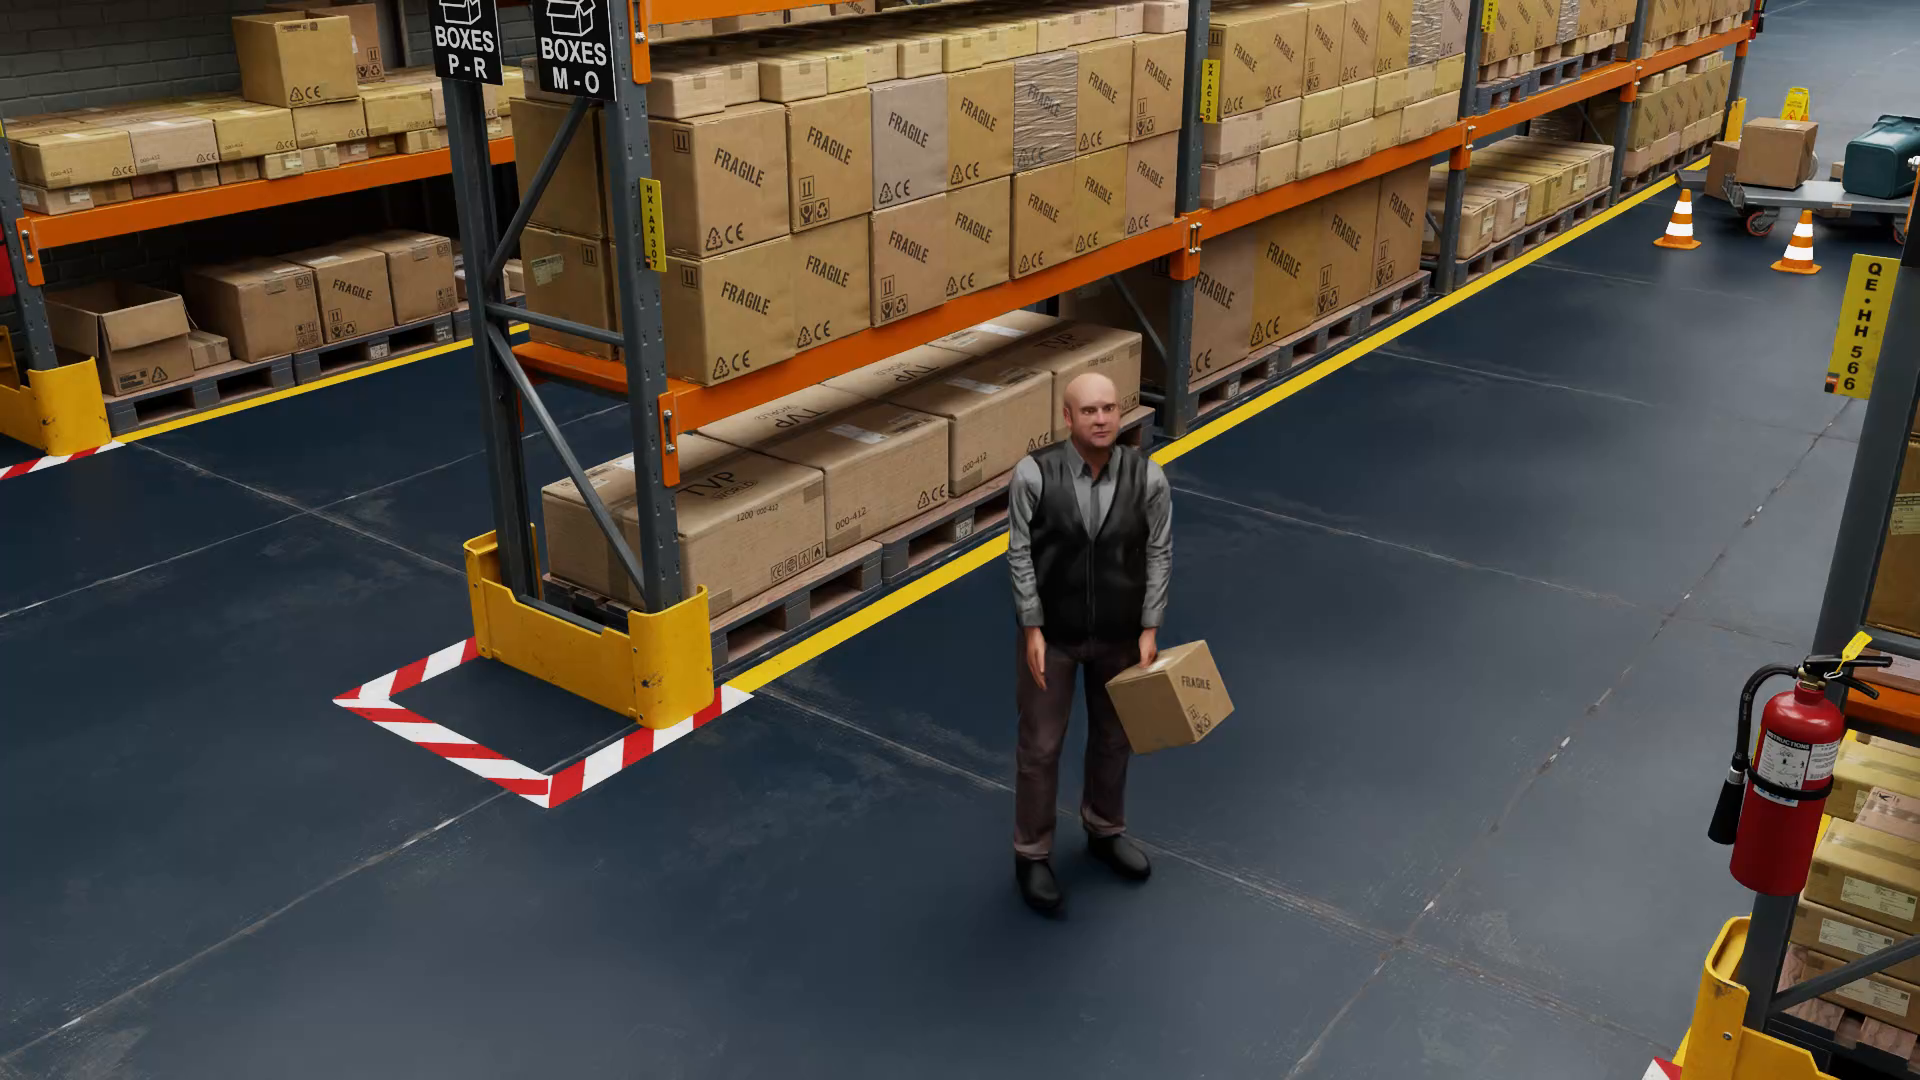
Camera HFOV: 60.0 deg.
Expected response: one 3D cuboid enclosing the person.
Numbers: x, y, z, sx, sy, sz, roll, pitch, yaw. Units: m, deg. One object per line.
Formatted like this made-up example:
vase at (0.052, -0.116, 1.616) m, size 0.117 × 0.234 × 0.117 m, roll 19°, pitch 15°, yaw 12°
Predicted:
person at (0.419, 0.332, 5.323) m, size 0.534 × 1.728 × 0.516 m, roll -2°, pitch 23°, yaw -5°
